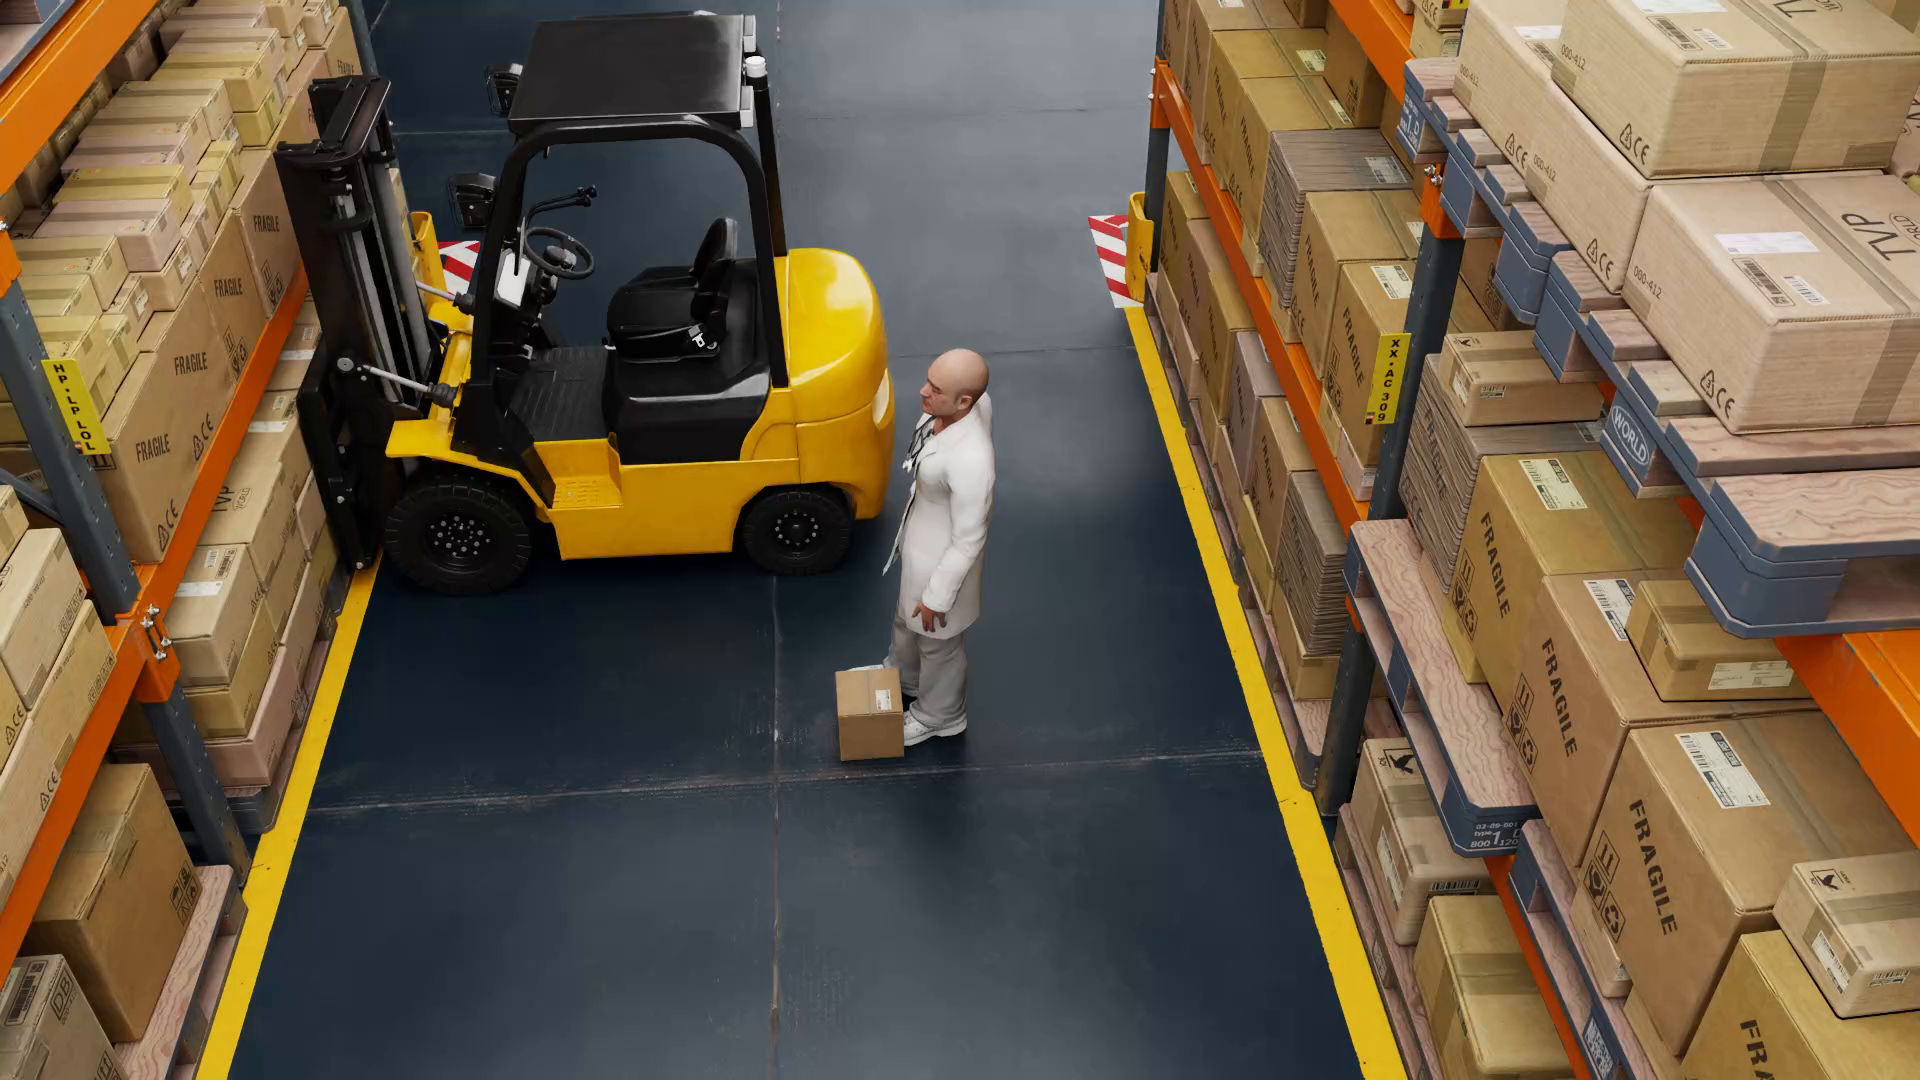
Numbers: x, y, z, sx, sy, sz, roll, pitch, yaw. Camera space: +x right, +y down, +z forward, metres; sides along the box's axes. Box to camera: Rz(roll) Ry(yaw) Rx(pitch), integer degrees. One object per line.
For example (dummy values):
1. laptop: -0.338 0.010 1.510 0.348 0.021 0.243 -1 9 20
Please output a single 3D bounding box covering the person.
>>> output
1. person: -0.165 0.055 6.083 0.581 1.776 0.697 -3 39 -4
